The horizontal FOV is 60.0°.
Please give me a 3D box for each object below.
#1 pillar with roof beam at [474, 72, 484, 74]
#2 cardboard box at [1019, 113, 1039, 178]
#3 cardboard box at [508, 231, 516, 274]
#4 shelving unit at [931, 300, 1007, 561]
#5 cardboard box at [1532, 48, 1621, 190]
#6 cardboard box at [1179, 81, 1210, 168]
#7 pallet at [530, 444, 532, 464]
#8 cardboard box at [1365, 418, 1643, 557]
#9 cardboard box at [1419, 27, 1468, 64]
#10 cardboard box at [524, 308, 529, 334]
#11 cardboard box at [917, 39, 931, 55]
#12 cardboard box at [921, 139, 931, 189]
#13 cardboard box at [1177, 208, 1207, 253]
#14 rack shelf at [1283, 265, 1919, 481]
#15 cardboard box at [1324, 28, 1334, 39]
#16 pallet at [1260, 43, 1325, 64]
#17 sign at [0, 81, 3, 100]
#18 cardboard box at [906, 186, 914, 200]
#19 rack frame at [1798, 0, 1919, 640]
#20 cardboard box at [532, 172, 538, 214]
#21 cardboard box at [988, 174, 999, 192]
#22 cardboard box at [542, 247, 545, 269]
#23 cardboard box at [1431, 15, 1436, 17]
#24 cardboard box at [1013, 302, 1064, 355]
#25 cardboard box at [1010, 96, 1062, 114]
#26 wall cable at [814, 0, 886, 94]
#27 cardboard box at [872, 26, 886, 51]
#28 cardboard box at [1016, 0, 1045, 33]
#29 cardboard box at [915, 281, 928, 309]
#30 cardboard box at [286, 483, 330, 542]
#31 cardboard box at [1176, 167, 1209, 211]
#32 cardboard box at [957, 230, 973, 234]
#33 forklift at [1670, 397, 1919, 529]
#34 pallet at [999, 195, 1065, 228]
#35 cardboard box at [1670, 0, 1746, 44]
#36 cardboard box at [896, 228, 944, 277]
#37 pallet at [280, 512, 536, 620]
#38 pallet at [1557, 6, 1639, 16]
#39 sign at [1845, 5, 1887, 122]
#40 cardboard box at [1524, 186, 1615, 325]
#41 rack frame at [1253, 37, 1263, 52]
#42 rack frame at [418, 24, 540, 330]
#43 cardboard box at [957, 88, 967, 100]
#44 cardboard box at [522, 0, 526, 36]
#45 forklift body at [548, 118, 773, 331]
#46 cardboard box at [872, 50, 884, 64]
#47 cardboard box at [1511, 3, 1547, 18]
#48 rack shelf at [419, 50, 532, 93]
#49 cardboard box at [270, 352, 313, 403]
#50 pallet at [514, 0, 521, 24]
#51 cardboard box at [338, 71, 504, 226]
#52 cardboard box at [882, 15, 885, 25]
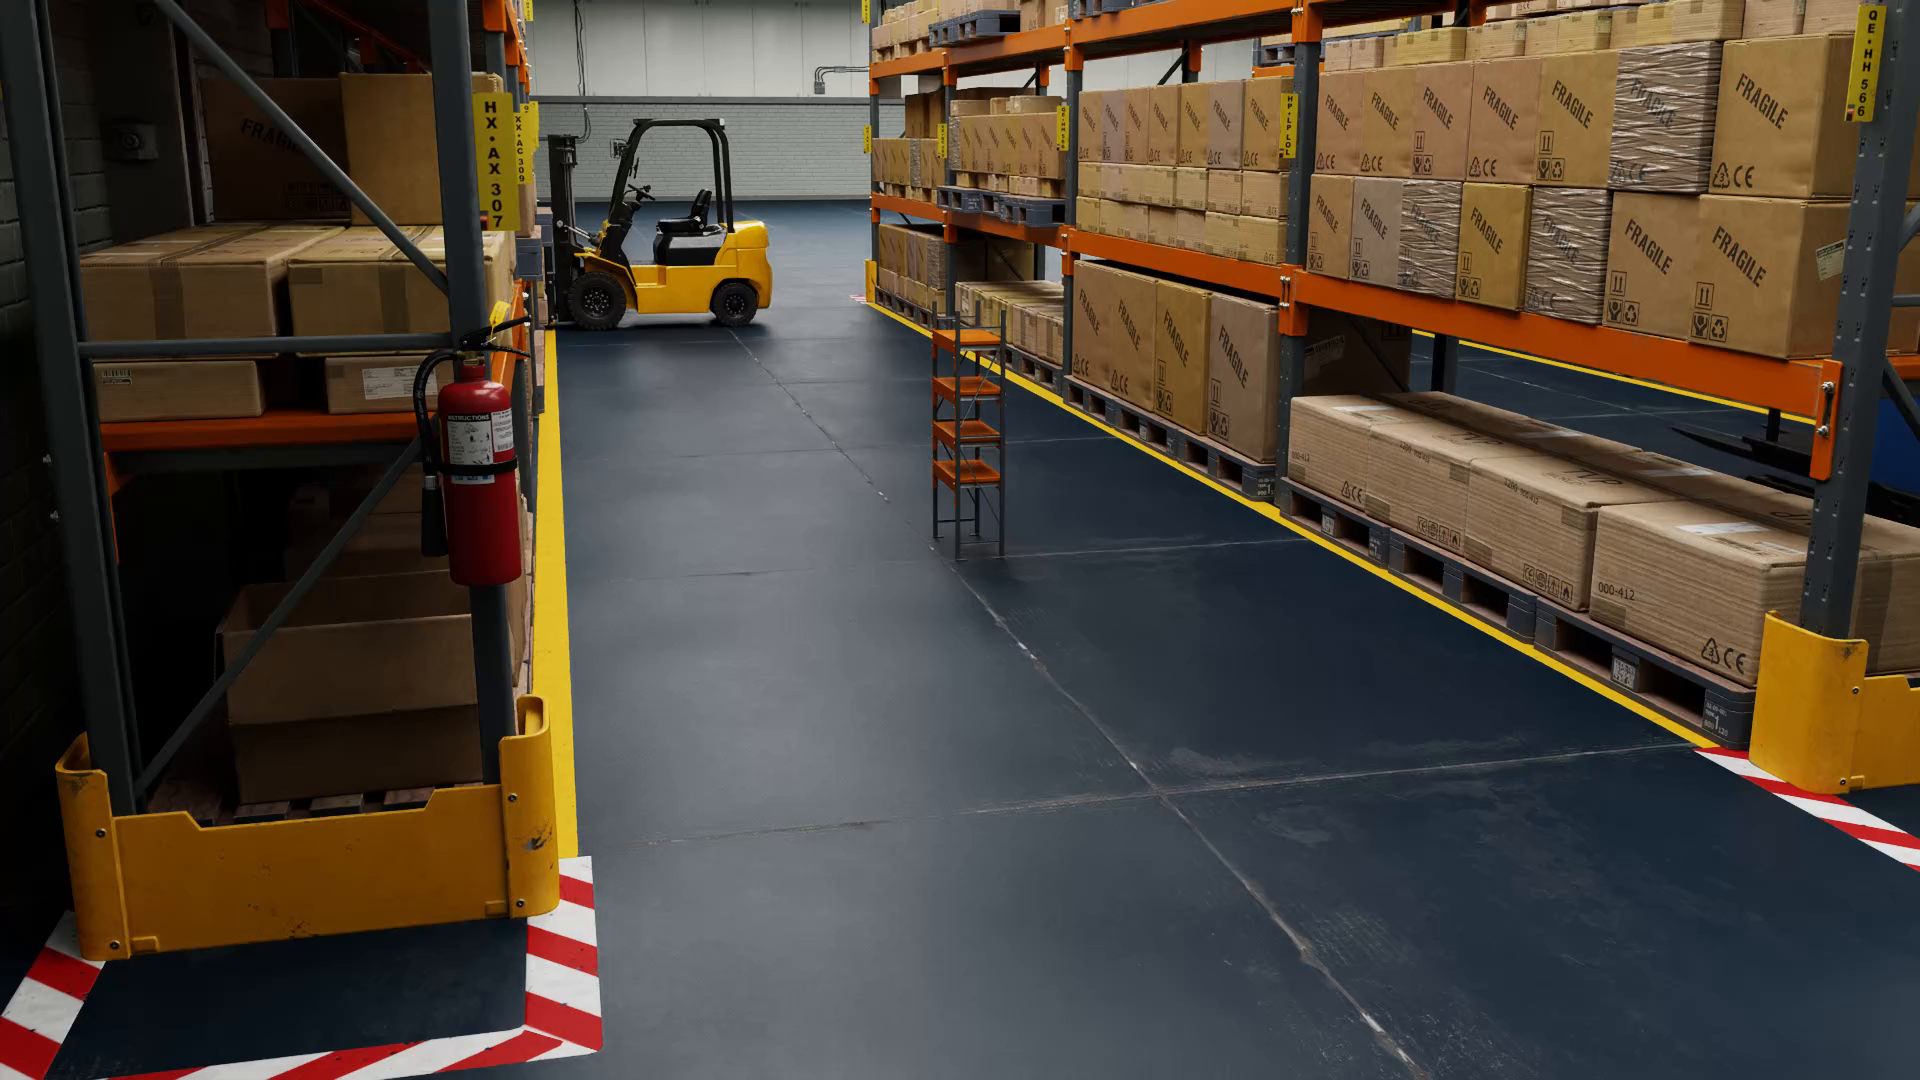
[{"bbox_3d":[-7.571,-12.631,41.167,9.100,9.000,0.400,-3,14,-13],"label":"pillar with roof beam"},{"bbox_3d":[0.787,-3.188,13.435,0.500,0.500,0.500,-4,14,-14],"label":"cardboard box"},{"bbox_3d":[-2.100,-1.236,6.855,0.500,0.250,0.500,-3,14,-13],"label":"cardboard box"},{"bbox_3d":[0.039,-0.545,8.128,0.258,1.200,0.503,-3,14,-13],"label":"shelving unit"},{"bbox_3d":[2.566,-1.603,6.351,0.500,0.500,0.500,-3,14,-13],"label":"cardboard box"},{"bbox_3d":[1.658,-2.521,10.107,0.500,0.500,0.500,-3,14,-11],"label":"cardboard box"},{"bbox_3d":[-3.106,-0.496,10.012,1.003,0.211,1.213,-3,14,-13],"label":"pallet"},{"bbox_3d":[2.490,-0.262,7.695,0.875,0.438,0.875,-4,14,-15],"label":"cardboard box"},{"bbox_3d":[2.267,-2.184,7.362,0.380,0.149,0.250,-4,14,-15],"label":"cardboard box"},{"bbox_3d":[-3.071,-1.449,11.055,0.380,0.149,0.250,-4,14,-16],"label":"cardboard box"},{"bbox_3d":[-0.242,-5.135,17.334,0.380,0.149,0.250,-3,14,-12],"label":"cardboard box"},{"bbox_3d":[-0.117,-3.906,17.257,0.500,0.500,0.500,-3,14,-11],"label":"cardboard box"},{"bbox_3d":[1.667,-1.912,10.249,0.500,0.250,0.500,-4,14,-15],"label":"cardboard box"},{"bbox_3d":[2.705,-0.850,7.100,1.077,0.370,4.000,-3,14,-13],"label":"rack shelf"},{"bbox_3d":[4.389,-5.811,19.006,0.380,0.149,0.250,-3,14,-13],"label":"cardboard box"},{"bbox_3d":[4.390,-5.971,20.415,1.003,0.211,1.213,-3,14,-13],"label":"pallet"},{"bbox_3d":[-2.193,-1.150,3.707,0.100,0.325,0.005,-3,14,-13],"label":"sign"},{"bbox_3d":[-0.383,-3.793,18.163,0.380,0.149,0.250,-3,14,-13],"label":"cardboard box"},{"bbox_3d":[3.175,-0.738,5.126,1.000,3.000,0.127,-3,14,-13],"label":"rack frame"},{"bbox_3d":[-2.965,-2.211,10.590,0.500,0.250,0.500,-4,14,-16],"label":"cardboard box"},{"bbox_3d":[0.458,-3.141,14.606,0.380,0.149,0.250,-3,14,-11],"label":"cardboard box"},{"bbox_3d":[-4.386,-2.830,16.492,0.500,0.250,0.500,-3,14,-13],"label":"cardboard box"},{"bbox_3d":[4.779,-5.686,17.653,0.500,0.250,0.500,-3,14,-14],"label":"cardboard box"},{"bbox_3d":[0.992,-1.811,14.173,0.950,0.372,0.625,-4,14,-14],"label":"cardboard box"},{"bbox_3d":[0.638,-3.657,13.987,0.380,0.149,0.250,-4,14,-16],"label":"cardboard box"},{"bbox_3d":[-3.340,-16.706,50.682,2.305,6.003,0.169,-3,14,-13],"label":"wall cable"},{"bbox_3d":[-0.724,-5.827,19.325,0.500,0.250,0.500,-4,14,-14],"label":"cardboard box"},{"bbox_3d":[0.910,-4.441,13.746,0.797,0.503,0.637,-3,14,-13],"label":"cardboard box"},{"bbox_3d":[-0.178,-2.618,17.731,0.500,0.250,0.500,-4,14,-15],"label":"cardboard box"},{"bbox_3d":[-2.663,-0.115,7.359,0.500,0.311,0.500,-3,14,-11],"label":"cardboard box"},{"bbox_3d":[1.644,-2.153,10.180,0.500,0.250,0.500,-3,14,-12],"label":"cardboard box"},{"bbox_3d":[0.223,-3.132,18.256,0.500,0.500,0.500,-3,14,-10],"label":"cardboard box"},{"bbox_3d":[4.985,-1.572,8.685,1.130,2.935,3.031,-2,14,-8],"label":"forklift"},{"bbox_3d":[1.025,-2.648,13.351,1.213,0.211,1.003,-3,14,-13],"label":"pallet"},{"bbox_3d":[2.671,-1.771,5.670,0.380,0.149,0.250,-3,14,-14],"label":"cardboard box"},{"bbox_3d":[-0.419,-3.218,18.606,0.500,0.500,0.500,-3,14,-12],"label":"cardboard box"},{"bbox_3d":[-2.428,0.130,7.449,1.003,0.211,1.213,-3,14,-13],"label":"pallet"},{"bbox_3d":[5.881,-4.393,14.167,1.213,0.211,1.003,-3,14,-11],"label":"pallet"},{"bbox_3d":[2.644,-1.388,4.850,0.100,0.325,0.005,-3,14,-13],"label":"sign"},{"bbox_3d":[2.571,-1.117,6.470,0.500,0.500,0.500,-3,14,-12],"label":"cardboard box"},{"bbox_3d":[4.205,-7.642,20.747,1.000,3.000,0.127,-3,14,-13],"label":"rack frame"},{"bbox_3d":[-4.467,-3.228,15.321,1.000,3.000,0.127,-3,14,-13],"label":"rack frame"},{"bbox_3d":[0.365,-4.417,17.243,0.700,0.500,0.500,-3,14,-13],"label":"cardboard box"},{"bbox_3d":[-5.066,-5.821,18.306,0.500,0.500,0.500,-3,14,-11],"label":"cardboard box"},{"bbox_3d":[-3.188,-3.403,17.825,2.313,2.155,1.214,-3,14,-13],"label":"forklift body"},{"bbox_3d":[-0.820,-5.669,19.521,0.380,0.149,0.250,-3,14,-13],"label":"cardboard box"},{"bbox_3d":[5.378,-5.006,15.465,0.396,0.266,0.258,-3,14,-13],"label":"cardboard box"},{"bbox_3d":[-4.937,-4.797,16.939,1.077,0.370,4.000,-3,14,-13],"label":"rack shelf"},{"bbox_3d":[-1.988,-0.462,4.525,0.380,0.149,0.250,-3,14,-12],"label":"cardboard box"},{"bbox_3d":[-3.774,-3.823,11.831,1.213,0.211,1.003,-3,14,-11],"label":"pallet"},{"bbox_3d":[-1.846,-1.362,5.790,0.500,0.500,0.500,-3,14,-12],"label":"cardboard box"},{"bbox_3d":[-0.697,-6.058,19.431,0.380,0.149,0.250,-3,14,-14],"label":"cardboard box"}]
